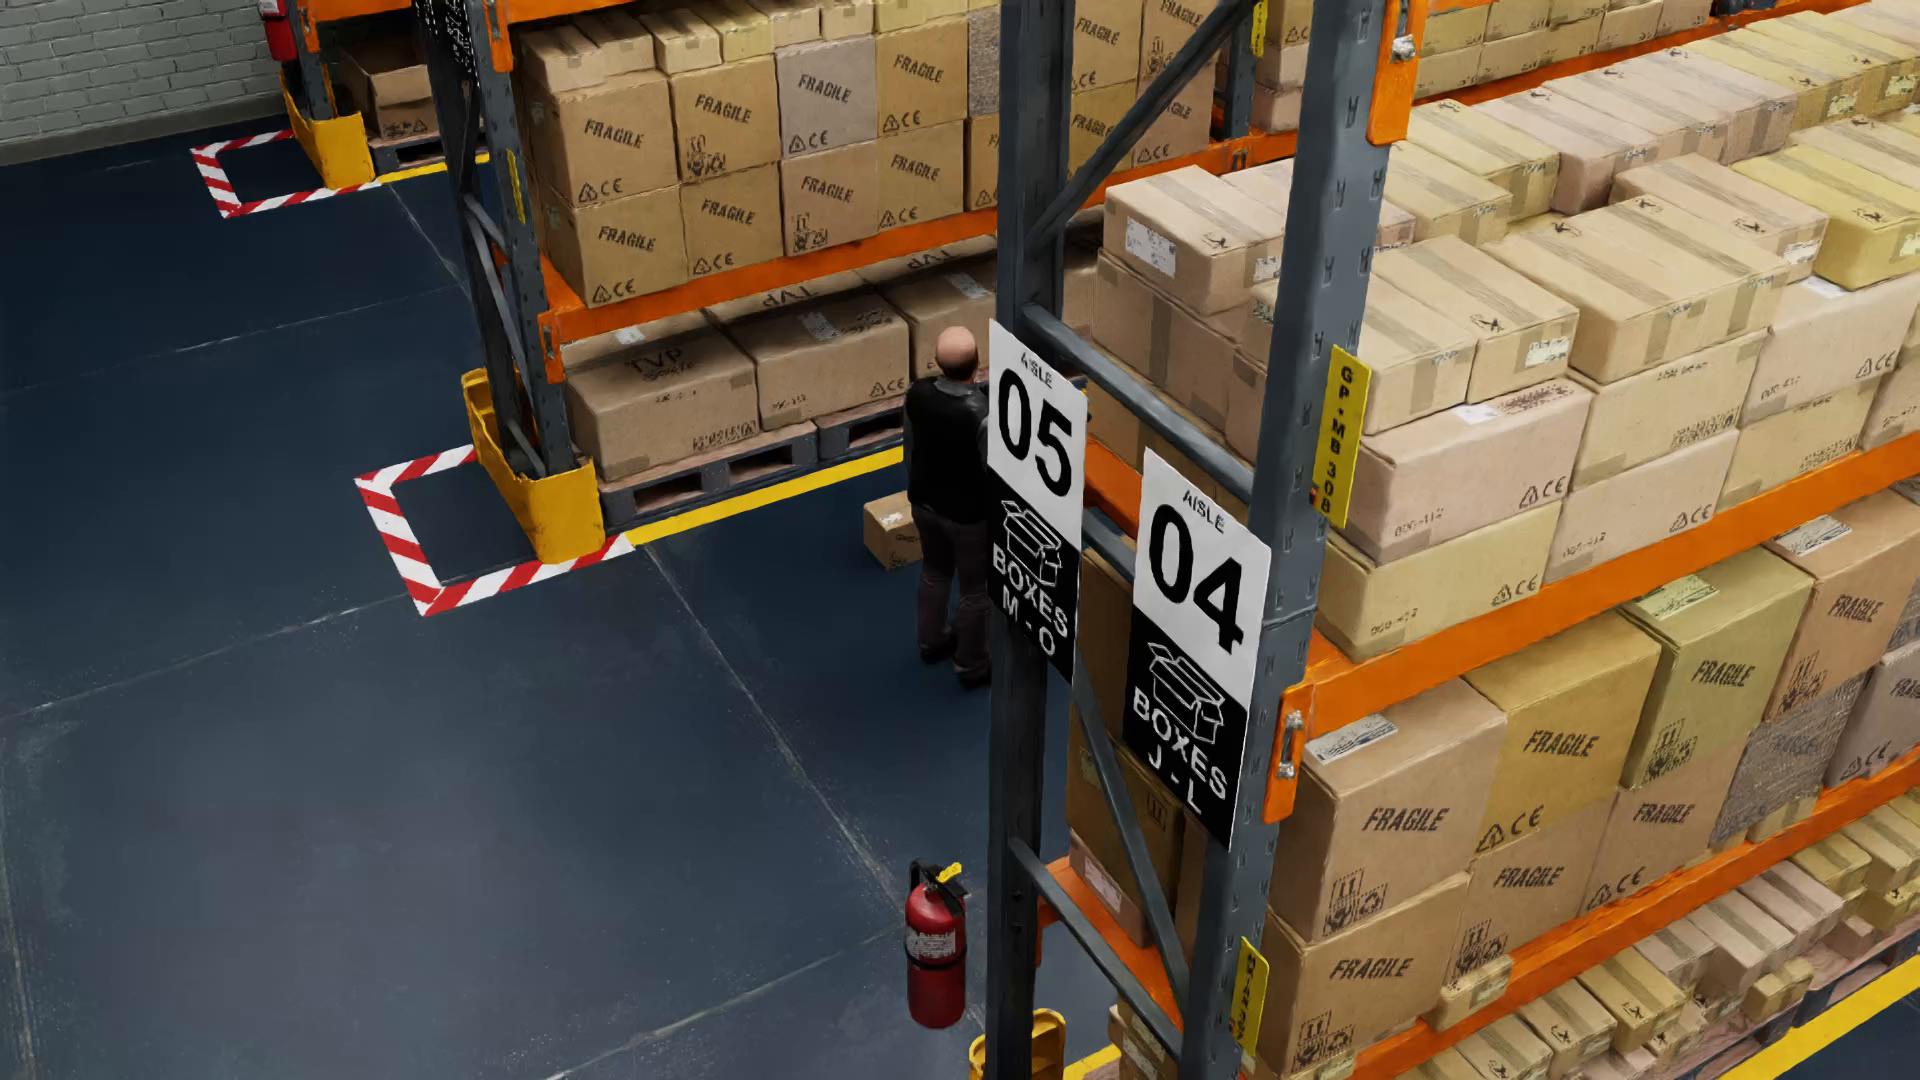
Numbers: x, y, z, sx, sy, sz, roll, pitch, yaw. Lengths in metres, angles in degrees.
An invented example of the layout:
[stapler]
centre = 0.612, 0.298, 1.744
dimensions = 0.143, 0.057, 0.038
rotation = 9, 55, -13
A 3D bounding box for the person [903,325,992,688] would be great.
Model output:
[person]
centre = 0.007, -0.145, 7.112
dimensions = 0.543, 1.724, 0.375
rotation = 24, 43, 29
